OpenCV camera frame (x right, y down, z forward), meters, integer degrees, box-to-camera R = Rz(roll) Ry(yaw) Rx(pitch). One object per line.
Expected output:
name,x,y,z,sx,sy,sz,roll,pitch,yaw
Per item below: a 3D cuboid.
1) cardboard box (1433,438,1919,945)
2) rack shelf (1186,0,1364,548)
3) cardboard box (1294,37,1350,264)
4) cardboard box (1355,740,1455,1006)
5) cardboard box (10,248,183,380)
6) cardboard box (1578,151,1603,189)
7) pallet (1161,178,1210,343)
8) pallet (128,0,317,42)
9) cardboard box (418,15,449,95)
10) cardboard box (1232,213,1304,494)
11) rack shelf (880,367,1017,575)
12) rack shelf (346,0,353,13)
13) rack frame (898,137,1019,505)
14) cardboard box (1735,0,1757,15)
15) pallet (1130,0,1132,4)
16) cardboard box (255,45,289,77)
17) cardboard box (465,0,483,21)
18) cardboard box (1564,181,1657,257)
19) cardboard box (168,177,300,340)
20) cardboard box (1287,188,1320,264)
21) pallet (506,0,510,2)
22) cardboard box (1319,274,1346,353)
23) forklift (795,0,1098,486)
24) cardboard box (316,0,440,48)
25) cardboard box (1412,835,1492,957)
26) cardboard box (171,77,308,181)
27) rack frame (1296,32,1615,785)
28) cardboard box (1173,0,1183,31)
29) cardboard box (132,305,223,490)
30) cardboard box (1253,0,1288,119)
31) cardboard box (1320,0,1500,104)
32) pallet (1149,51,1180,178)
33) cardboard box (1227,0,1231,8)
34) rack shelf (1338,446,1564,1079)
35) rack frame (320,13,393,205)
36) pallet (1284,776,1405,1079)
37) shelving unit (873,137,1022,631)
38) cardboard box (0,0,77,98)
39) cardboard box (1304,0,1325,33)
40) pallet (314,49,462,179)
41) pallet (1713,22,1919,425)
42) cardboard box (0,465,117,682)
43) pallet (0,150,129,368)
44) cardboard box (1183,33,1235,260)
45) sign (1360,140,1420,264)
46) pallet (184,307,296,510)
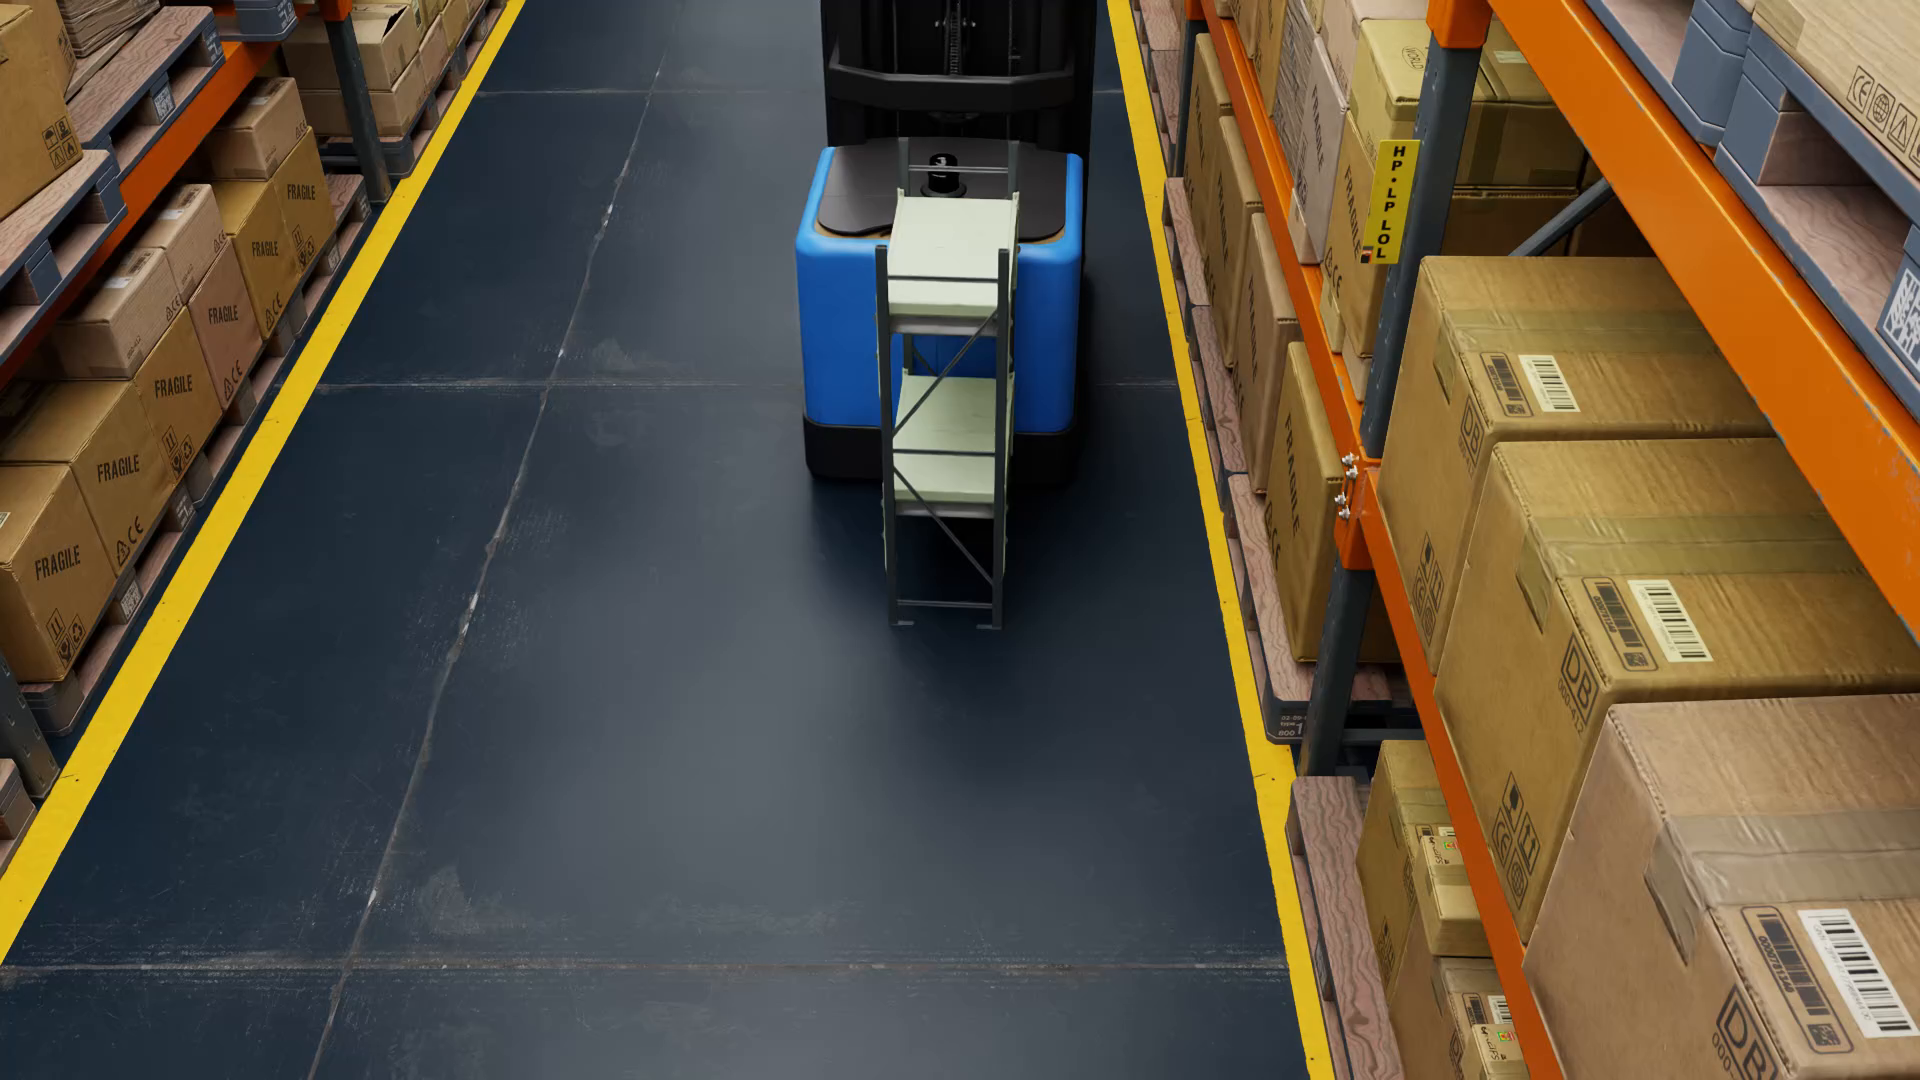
cardboard box,1.558,0.284,3.258,0.980,0.700,0.700,-1,39,-1
rack shelf,1.576,-1.365,6.130,1.077,0.370,4.000,0,39,0
cardboard box,1.315,-1.165,4.972,0.500,0.500,0.500,0,39,0
cardboard box,1.477,0.884,4.411,0.700,0.500,0.500,0,39,1
cardboard box,-3.134,-0.806,5.905,0.500,0.250,0.500,0,39,0
cardboard box,1.838,-1.138,4.338,0.500,0.250,0.500,1,39,1
pallet,1.499,-1.315,7.722,1.003,0.211,1.213,0,39,0
pallet,-3.309,-2.392,6.989,1.213,0.211,1.003,0,39,0
cardboard box,-3.088,-2.624,8.988,0.500,0.250,0.500,-1,39,-1
cardboard box,1.443,-0.682,6.086,0.750,0.750,0.750,1,39,1
rack shelf,-0.029,-0.254,5.889,0.431,0.370,0.720,2,39,3
rack shelf,-3.382,-3.861,9.244,1.077,0.370,4.000,0,39,0
rack frame,-0.005,-0.737,5.970,0.400,1.500,0.023,2,39,3
cardboard box,1.302,-0.959,2.354,0.500,0.250,0.500,-1,39,-1
pallet,1.571,-3.823,10.852,1.003,0.211,1.213,0,39,0
cardboard box,-3.627,-2.528,8.420,0.500,0.311,0.500,1,39,1
cardboard box,-3.095,-3.269,9.794,0.500,0.250,0.500,1,39,1
cardboard box,1.830,-0.846,4.573,0.500,0.500,0.500,-1,39,-2
cardboard box,-3.144,-1.178,6.969,0.500,0.500,0.500,-1,39,-2
cardboard box,1.256,-1.001,5.285,0.380,0.149,0.250,0,39,0
pallet,-3.345,-3.843,10.877,1.003,0.211,1.213,0,39,0
cardboard box,1.271,-0.674,4.877,0.380,0.149,0.250,1,39,1
forklift,0.012,-2.258,6.724,1.130,2.935,3.031,2,39,3
cardboard box,-3.096,-2.856,8.830,0.500,0.311,0.500,-1,39,-1
cardboard box,1.294,0.845,3.941,0.380,0.149,0.250,1,39,1
cardboard box,-3.140,-1.760,7.094,0.500,0.250,0.500,1,39,2
rack frame,1.578,-0.395,4.344,1.000,3.000,0.127,0,39,0
cardboard box,1.607,-3.176,9.461,0.700,0.500,0.500,0,39,0
cardboard box,-3.137,-0.534,6.165,0.500,0.500,0.500,0,39,0
cardboard box,1.317,-1.792,5.754,0.500,0.500,0.500,1,39,1
cardboard box,1.331,-1.462,4.743,0.500,0.250,0.500,1,39,1
pallet,1.574,-2.297,8.947,1.003,0.211,1.213,0,39,0
cardboard box,1.310,-2.428,6.547,0.500,0.500,0.500,1,39,1
rack shelf,1.580,1.136,3.009,1.077,0.370,4.000,0,39,0
rack frame,-3.380,-2.891,7.458,1.000,3.000,0.127,0,39,0
pallet,1.501,1.169,4.623,1.003,0.211,1.213,0,39,0
shelving unit,-0.029,-0.509,5.685,0.431,1.500,0.755,2,39,3
cardboard box,-3.439,-1.697,5.553,0.700,0.500,0.500,-9,40,-11
cardboard box,1.330,-1.781,5.141,0.500,0.250,0.500,1,39,1
pallet,-3.342,-2.317,8.973,1.003,0.211,1.213,0,39,0
pallet,1.567,-0.258,1.846,1.003,0.211,1.213,0,39,0
cardboard box,-3.132,0.112,5.359,0.500,0.500,0.500,-2,39,-2
pallet,-3.267,-0.814,5.021,1.003,0.211,1.213,0,39,0
cardboard box,1.443,-1.761,7.433,0.750,0.750,0.750,-1,39,-1
sign,1.036,-0.809,3.999,0.100,0.325,0.005,0,39,0
pallet,-3.419,-0.574,6.798,1.003,0.211,1.213,0,39,0
